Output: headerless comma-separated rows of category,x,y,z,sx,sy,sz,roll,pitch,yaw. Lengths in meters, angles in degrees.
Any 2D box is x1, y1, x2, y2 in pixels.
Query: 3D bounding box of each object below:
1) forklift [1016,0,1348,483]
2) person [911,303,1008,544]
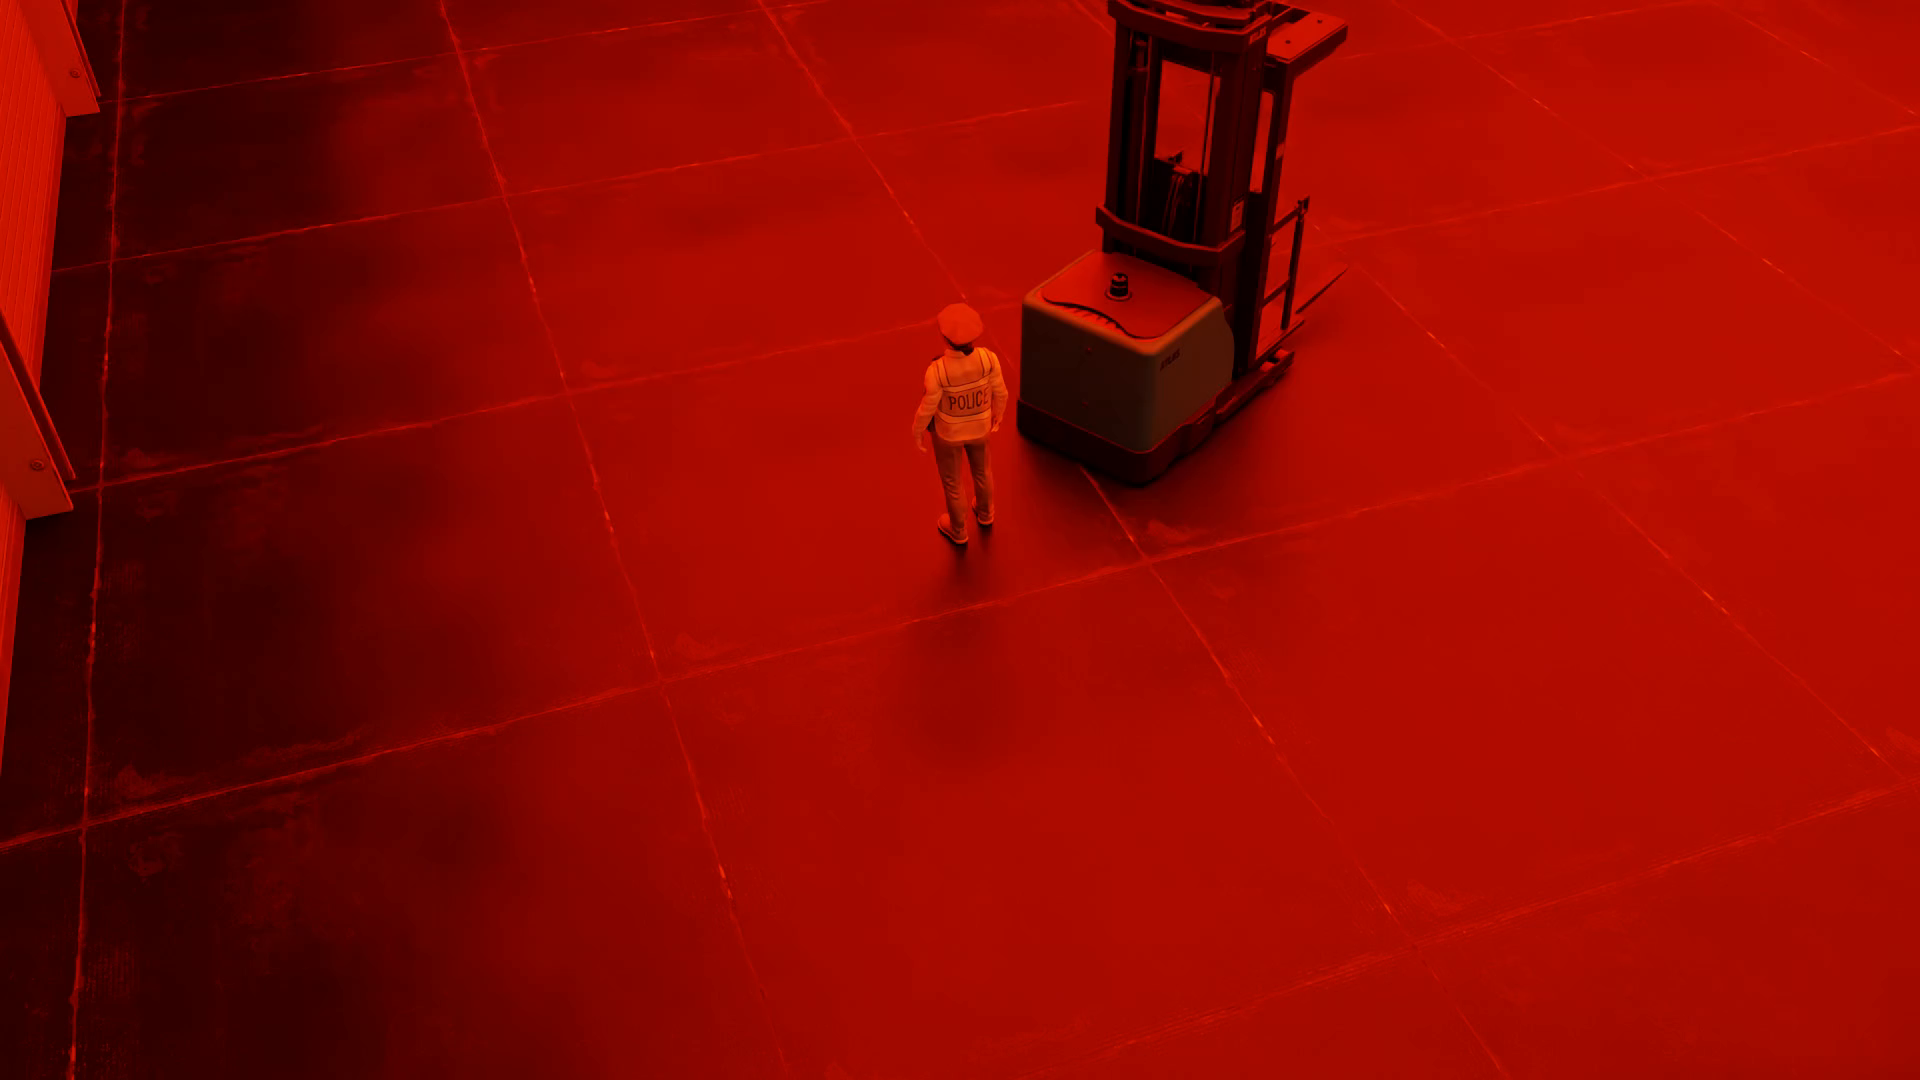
forklift,1.686,-2.374,10.823,1.130,2.935,3.031,27,47,29
person,-0.017,-0.697,9.777,0.588,1.695,0.531,-13,42,-15
